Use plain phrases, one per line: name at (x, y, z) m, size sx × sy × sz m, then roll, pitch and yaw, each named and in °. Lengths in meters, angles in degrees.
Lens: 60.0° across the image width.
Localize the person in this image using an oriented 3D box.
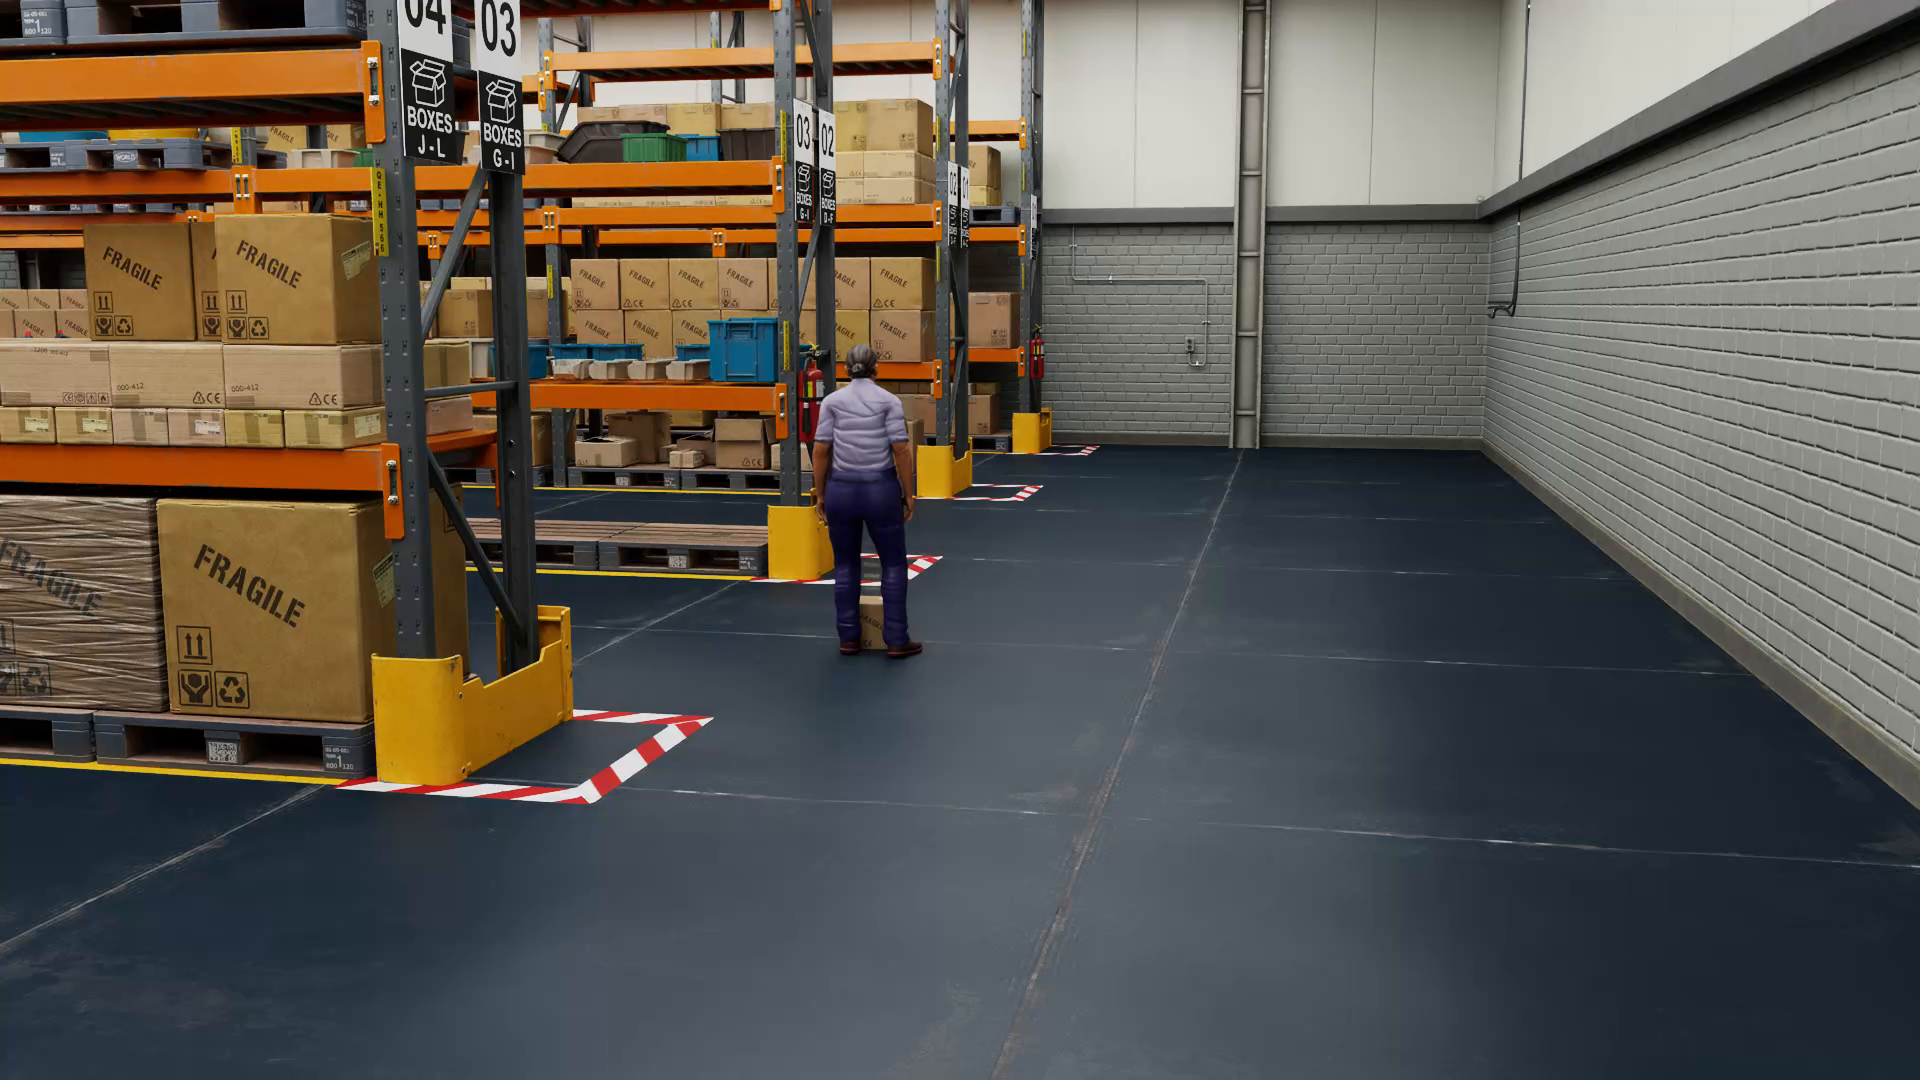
person at (-0.489, -0.213, 8.849) m, size 0.562 × 1.653 × 0.384 m, roll 1°, pitch 8°, yaw 9°
